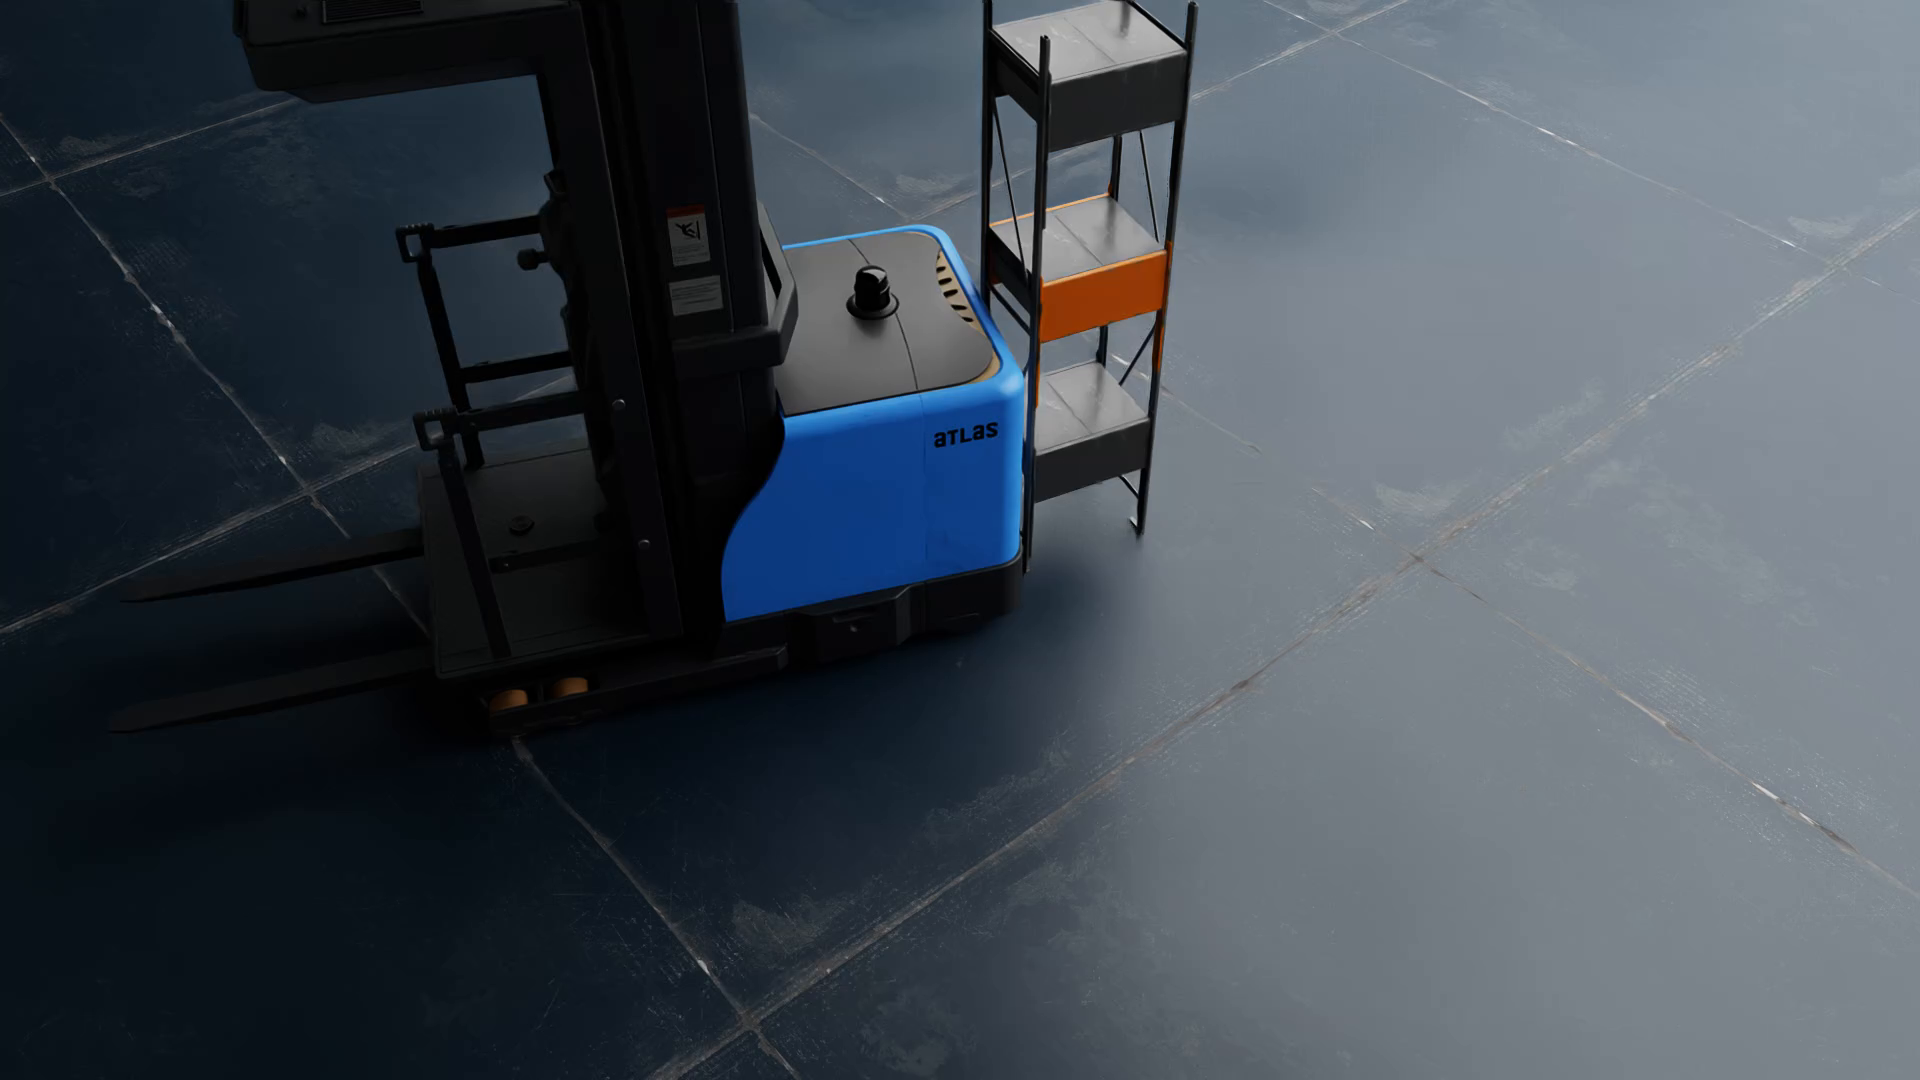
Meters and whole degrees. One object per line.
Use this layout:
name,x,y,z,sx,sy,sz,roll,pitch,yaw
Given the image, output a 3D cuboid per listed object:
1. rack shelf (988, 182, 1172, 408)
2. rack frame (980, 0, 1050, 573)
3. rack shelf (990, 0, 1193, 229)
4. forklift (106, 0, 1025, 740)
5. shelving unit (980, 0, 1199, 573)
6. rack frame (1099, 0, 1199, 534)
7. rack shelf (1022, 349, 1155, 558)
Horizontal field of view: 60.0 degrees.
rack shelf,0.383,-0.830,5.620,0.480,0.518,0.431,-18,46,-18
rack frame,0.163,-0.768,5.534,0.015,2.100,0.400,-18,46,-18
rack shelf,0.383,-1.340,5.140,0.480,0.518,0.431,-18,46,-18
forklift,-1.356,-0.815,4.977,3.031,2.935,1.130,-12,44,-12
shelving unit,0.383,-0.840,5.610,0.503,2.100,0.431,-18,46,-18
rack frame,0.603,-0.912,5.687,0.015,2.100,0.400,-18,46,-18
rack shelf,0.383,-0.319,6.099,0.480,0.518,0.431,-18,46,-18
